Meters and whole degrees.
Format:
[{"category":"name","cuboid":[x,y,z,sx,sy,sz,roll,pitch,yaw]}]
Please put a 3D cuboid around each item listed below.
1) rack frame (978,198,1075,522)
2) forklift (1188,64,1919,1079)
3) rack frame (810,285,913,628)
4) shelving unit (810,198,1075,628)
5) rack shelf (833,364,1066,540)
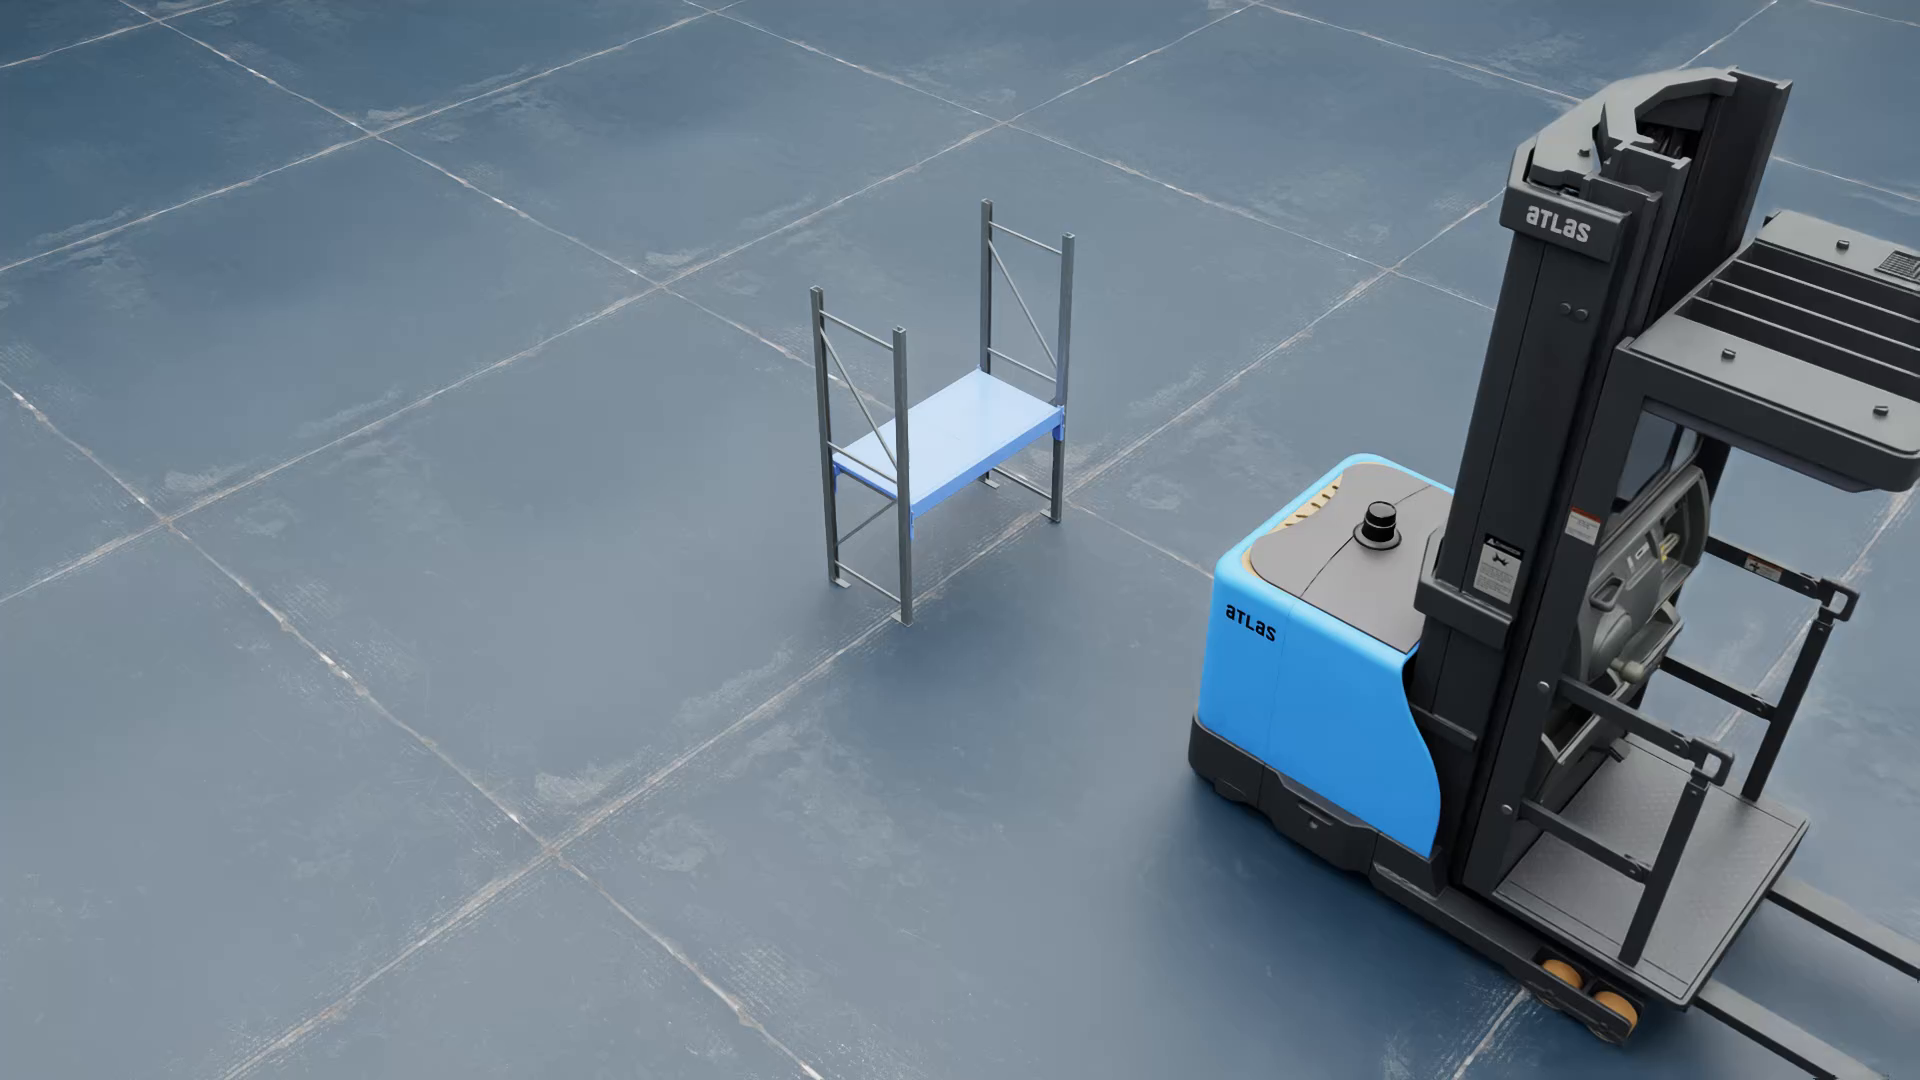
[{"category":"rack frame","cuboid":[0.285,-0.781,7.528,0.500,1.500,0.032,30,47,32]},{"category":"forklift","cuboid":[2.324,0.174,5.177,3.031,2.935,1.130,30,47,32]},{"category":"rack frame","cuboid":[-0.400,-0.314,6.940,0.500,1.500,0.032,30,47,32]},{"category":"shelving unit","cuboid":[-0.058,-0.548,7.234,0.538,1.500,1.048,30,47,32]},{"category":"rack shelf","cuboid":[-0.058,-0.407,7.346,0.538,0.185,1.000,30,47,32]}]
